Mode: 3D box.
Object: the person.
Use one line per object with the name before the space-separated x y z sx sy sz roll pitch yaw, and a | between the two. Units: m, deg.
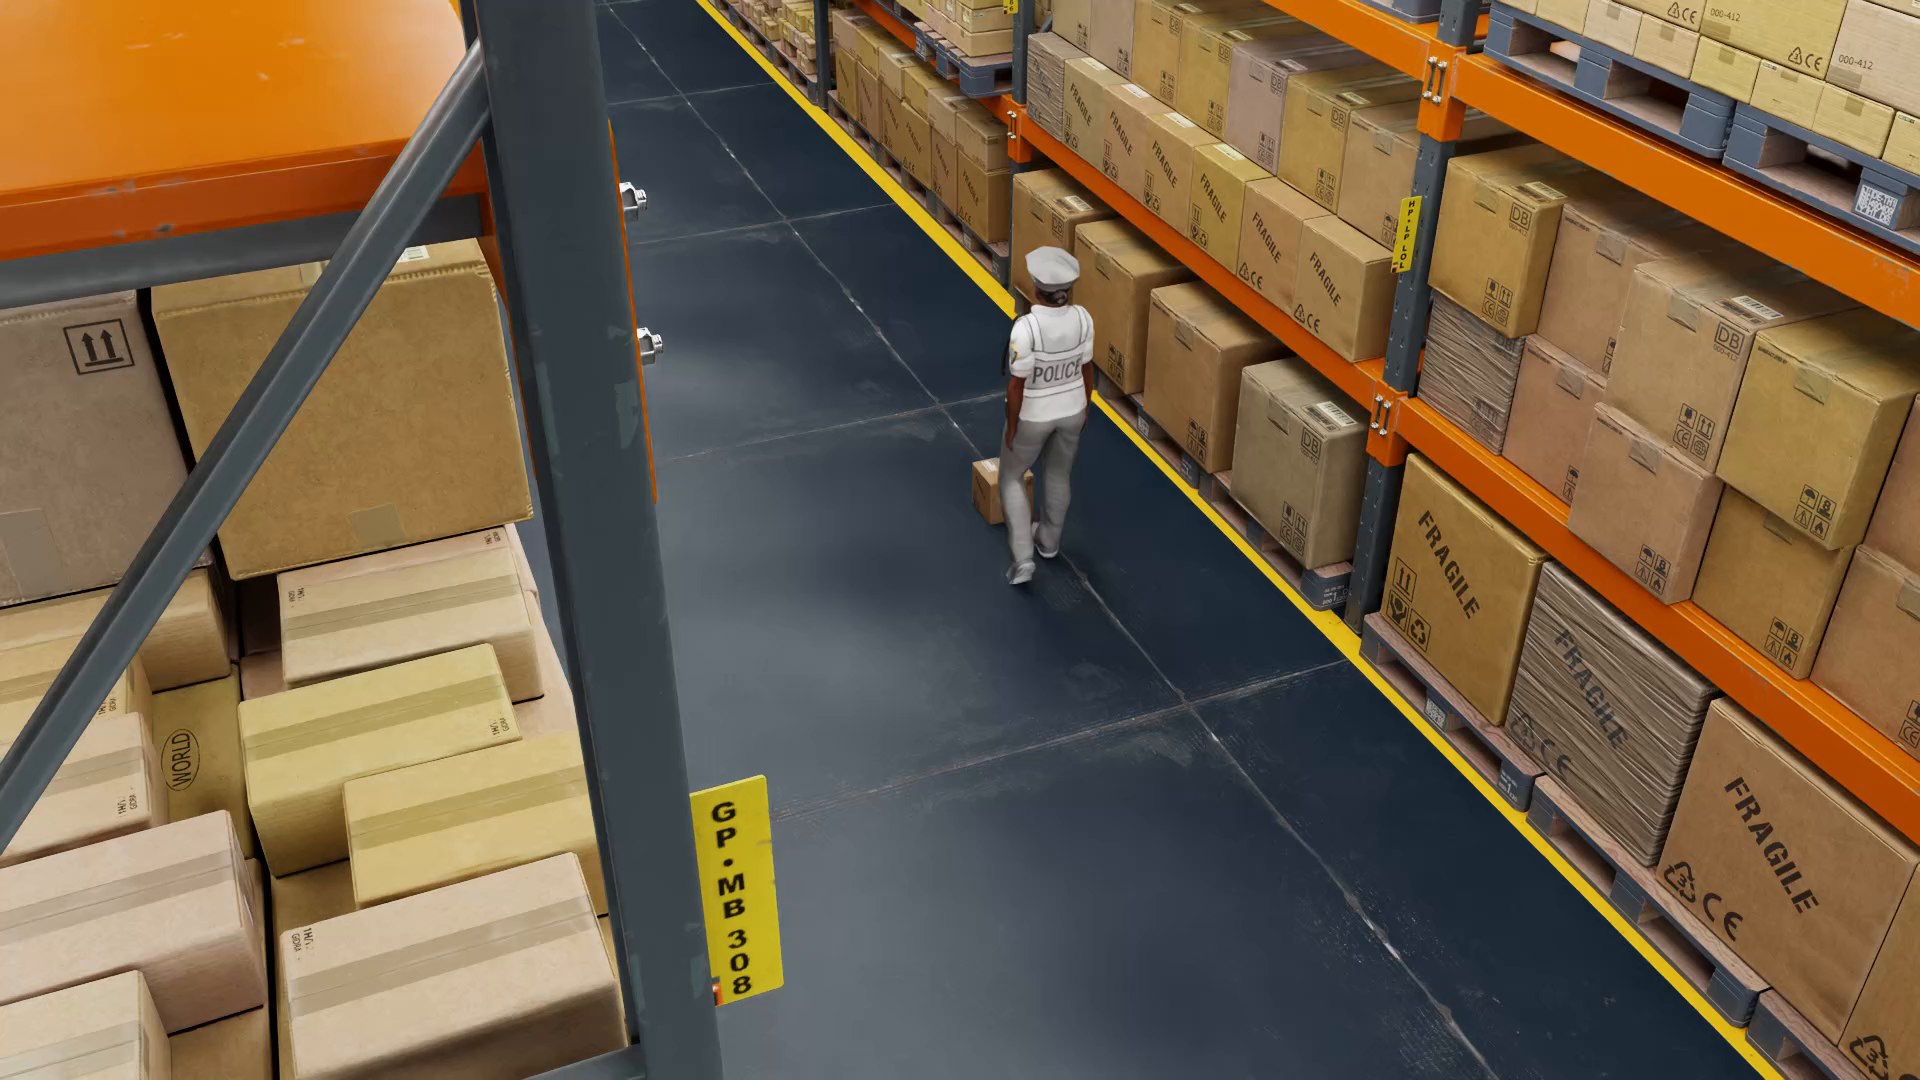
person | 0.414 -0.599 8.048 0.481 1.718 0.485 -13 36 -19
